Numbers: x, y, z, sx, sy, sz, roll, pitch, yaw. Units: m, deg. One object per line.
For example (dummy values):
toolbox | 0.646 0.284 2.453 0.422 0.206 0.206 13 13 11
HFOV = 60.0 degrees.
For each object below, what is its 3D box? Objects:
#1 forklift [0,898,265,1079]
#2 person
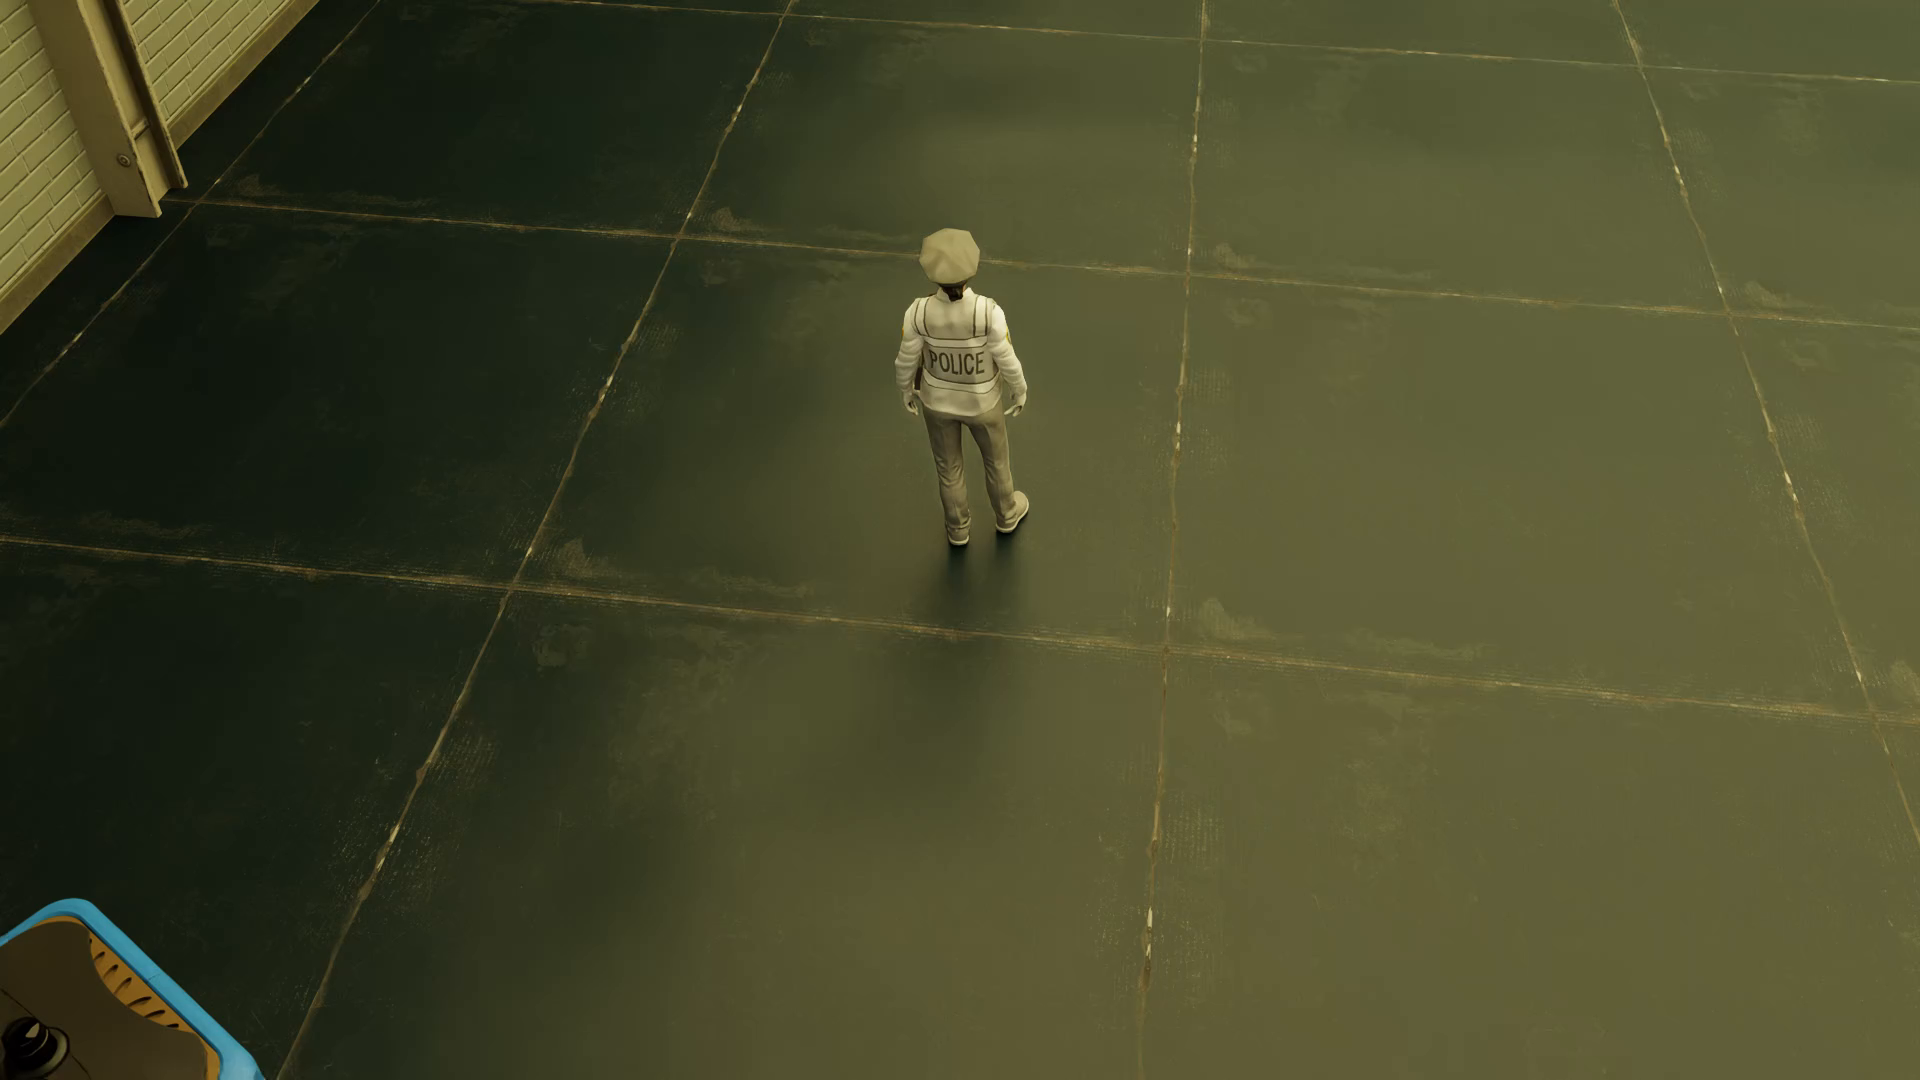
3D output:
forklift | -3.291 1.775 3.792 1.130 2.935 3.031 28 50 27
person | 0.015 -0.674 7.362 0.588 1.695 0.531 5 43 6
